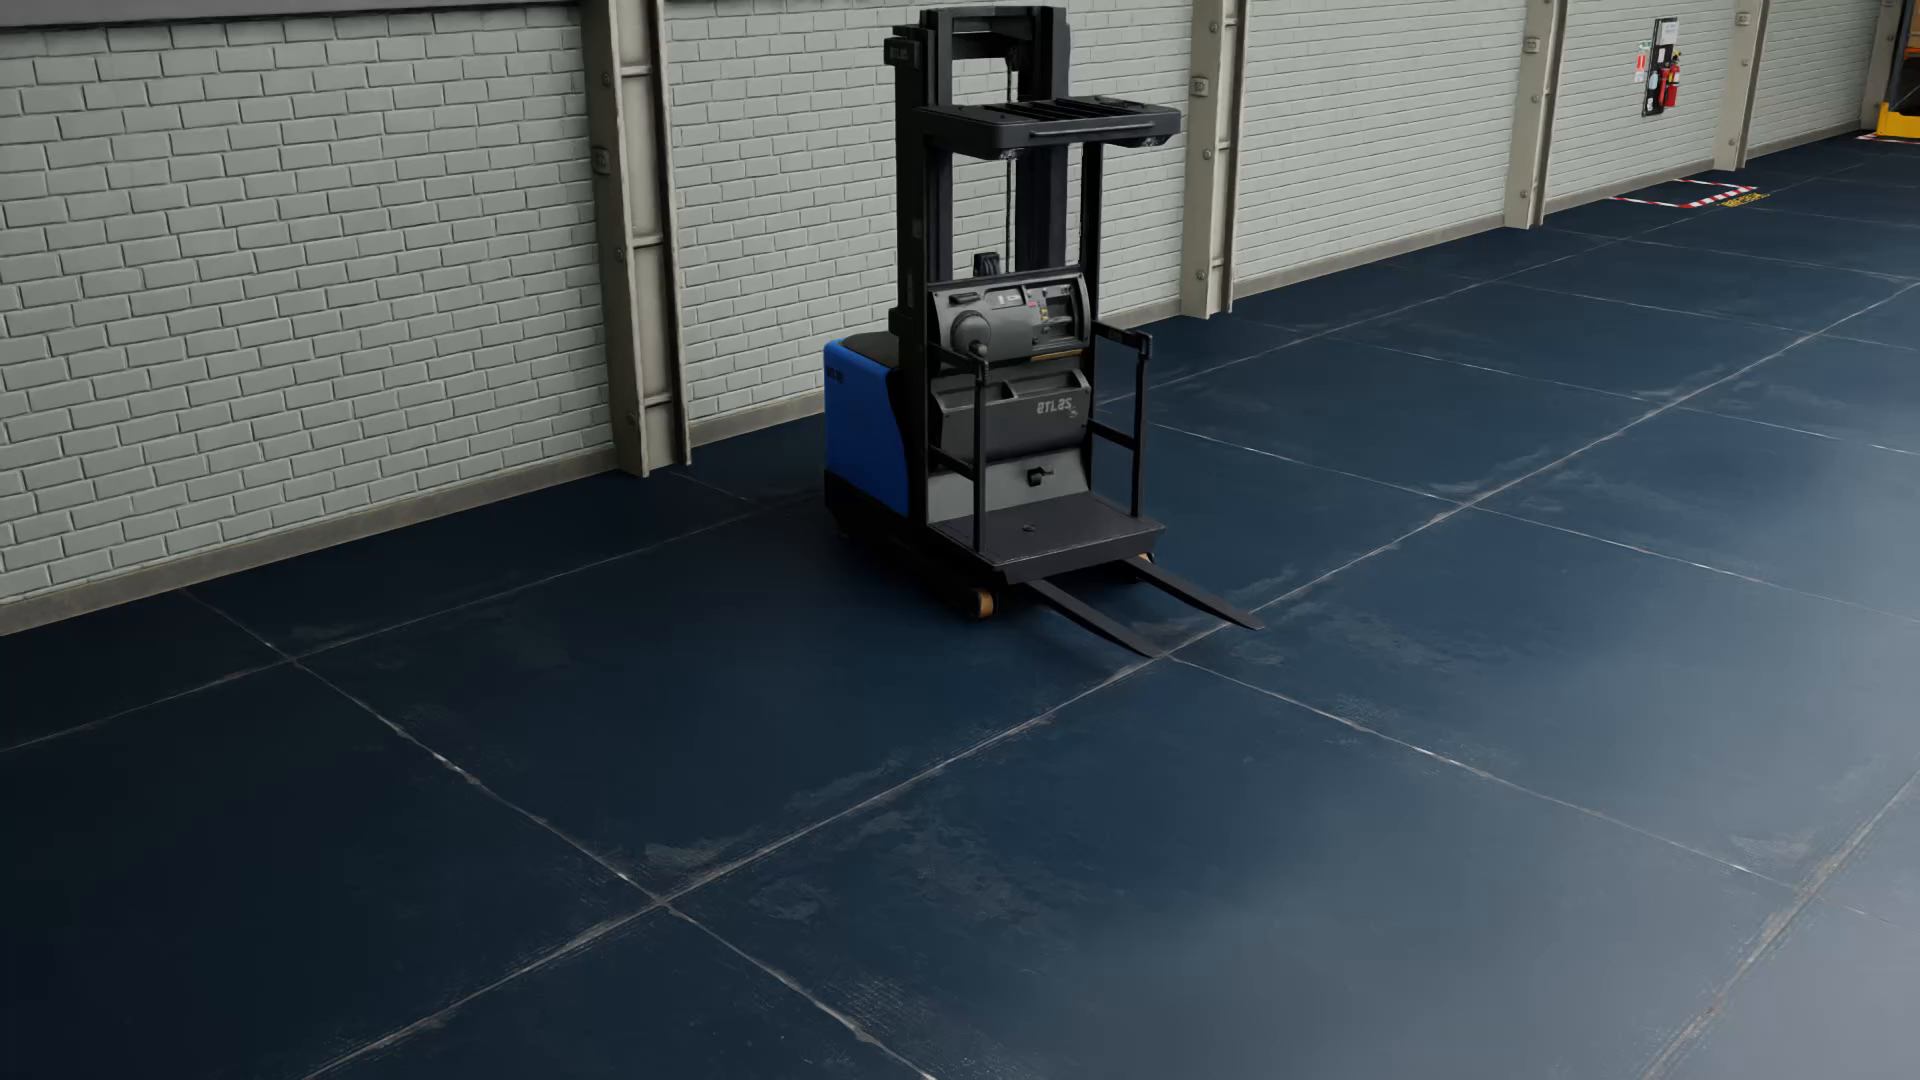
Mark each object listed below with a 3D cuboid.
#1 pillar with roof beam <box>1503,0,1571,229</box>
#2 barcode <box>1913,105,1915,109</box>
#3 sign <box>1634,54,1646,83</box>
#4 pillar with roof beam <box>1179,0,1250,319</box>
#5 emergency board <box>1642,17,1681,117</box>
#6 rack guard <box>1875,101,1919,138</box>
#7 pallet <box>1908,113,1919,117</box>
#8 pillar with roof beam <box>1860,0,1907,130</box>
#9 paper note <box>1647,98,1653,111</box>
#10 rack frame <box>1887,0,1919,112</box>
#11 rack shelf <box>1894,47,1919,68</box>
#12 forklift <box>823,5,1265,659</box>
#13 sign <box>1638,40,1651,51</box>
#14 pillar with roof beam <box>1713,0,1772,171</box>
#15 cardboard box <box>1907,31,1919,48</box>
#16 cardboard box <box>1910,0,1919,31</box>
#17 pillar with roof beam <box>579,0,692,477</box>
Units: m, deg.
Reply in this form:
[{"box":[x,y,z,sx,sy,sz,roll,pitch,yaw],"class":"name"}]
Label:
[{"box":[9.459,-6.695,14.449,9.100,9.000,0.400,19,28,41],"class":"pillar with roof beam"},{"box":[15.150,-6.875,26.401,0.001,0.075,0.075,19,28,41],"class":"barcode"},{"box":[8.349,-5.789,20.404,0.001,0.329,0.234,19,28,41],"class":"sign"},{"box":[5.273,-5.152,10.436,9.100,9.000,0.400,19,28,41],"class":"pillar with roof beam"},{"box":[8.809,-5.888,20.713,0.194,1.169,0.643,19,28,41],"class":"emergency board"},{"box":[14.930,-6.513,25.822,1.175,0.500,0.348,19,28,41],"class":"rack guard"},{"box":[15.522,-6.578,26.394,1.003,0.211,1.213,19,28,41],"class":"pallet"},{"box":[17.830,-9.779,22.474,9.100,9.000,0.400,19,28,41],"class":"pillar with roof beam"},{"box":[8.636,-5.449,20.798,0.016,0.148,0.142,19,28,41],"class":"paper note"},{"box":[14.877,-7.660,25.323,1.000,3.000,0.127,19,28,41],"class":"rack frame"},{"box":[16.272,-7.838,26.789,1.077,0.370,4.000,19,28,41],"class":"rack shelf"},{"box":[0.385,-1.151,8.485,1.130,2.935,3.031,-12,24,-29],"class":"forklift"},{"box":[8.359,-6.035,20.307,0.001,0.109,0.331,19,28,41],"class":"sign"},{"box":[13.645,-8.237,18.462,9.100,9.000,0.400,19,28,41],"class":"pillar with roof beam"},{"box":[15.064,-7.768,25.785,0.500,0.250,0.500,-20,28,-41],"class":"cardboard box"},{"box":[15.054,-8.124,25.665,0.500,0.500,0.500,19,28,40],"class":"cardboard box"},{"box":[1.088,-3.610,6.424,9.100,9.000,0.400,19,28,41],"class":"pillar with roof beam"}]
